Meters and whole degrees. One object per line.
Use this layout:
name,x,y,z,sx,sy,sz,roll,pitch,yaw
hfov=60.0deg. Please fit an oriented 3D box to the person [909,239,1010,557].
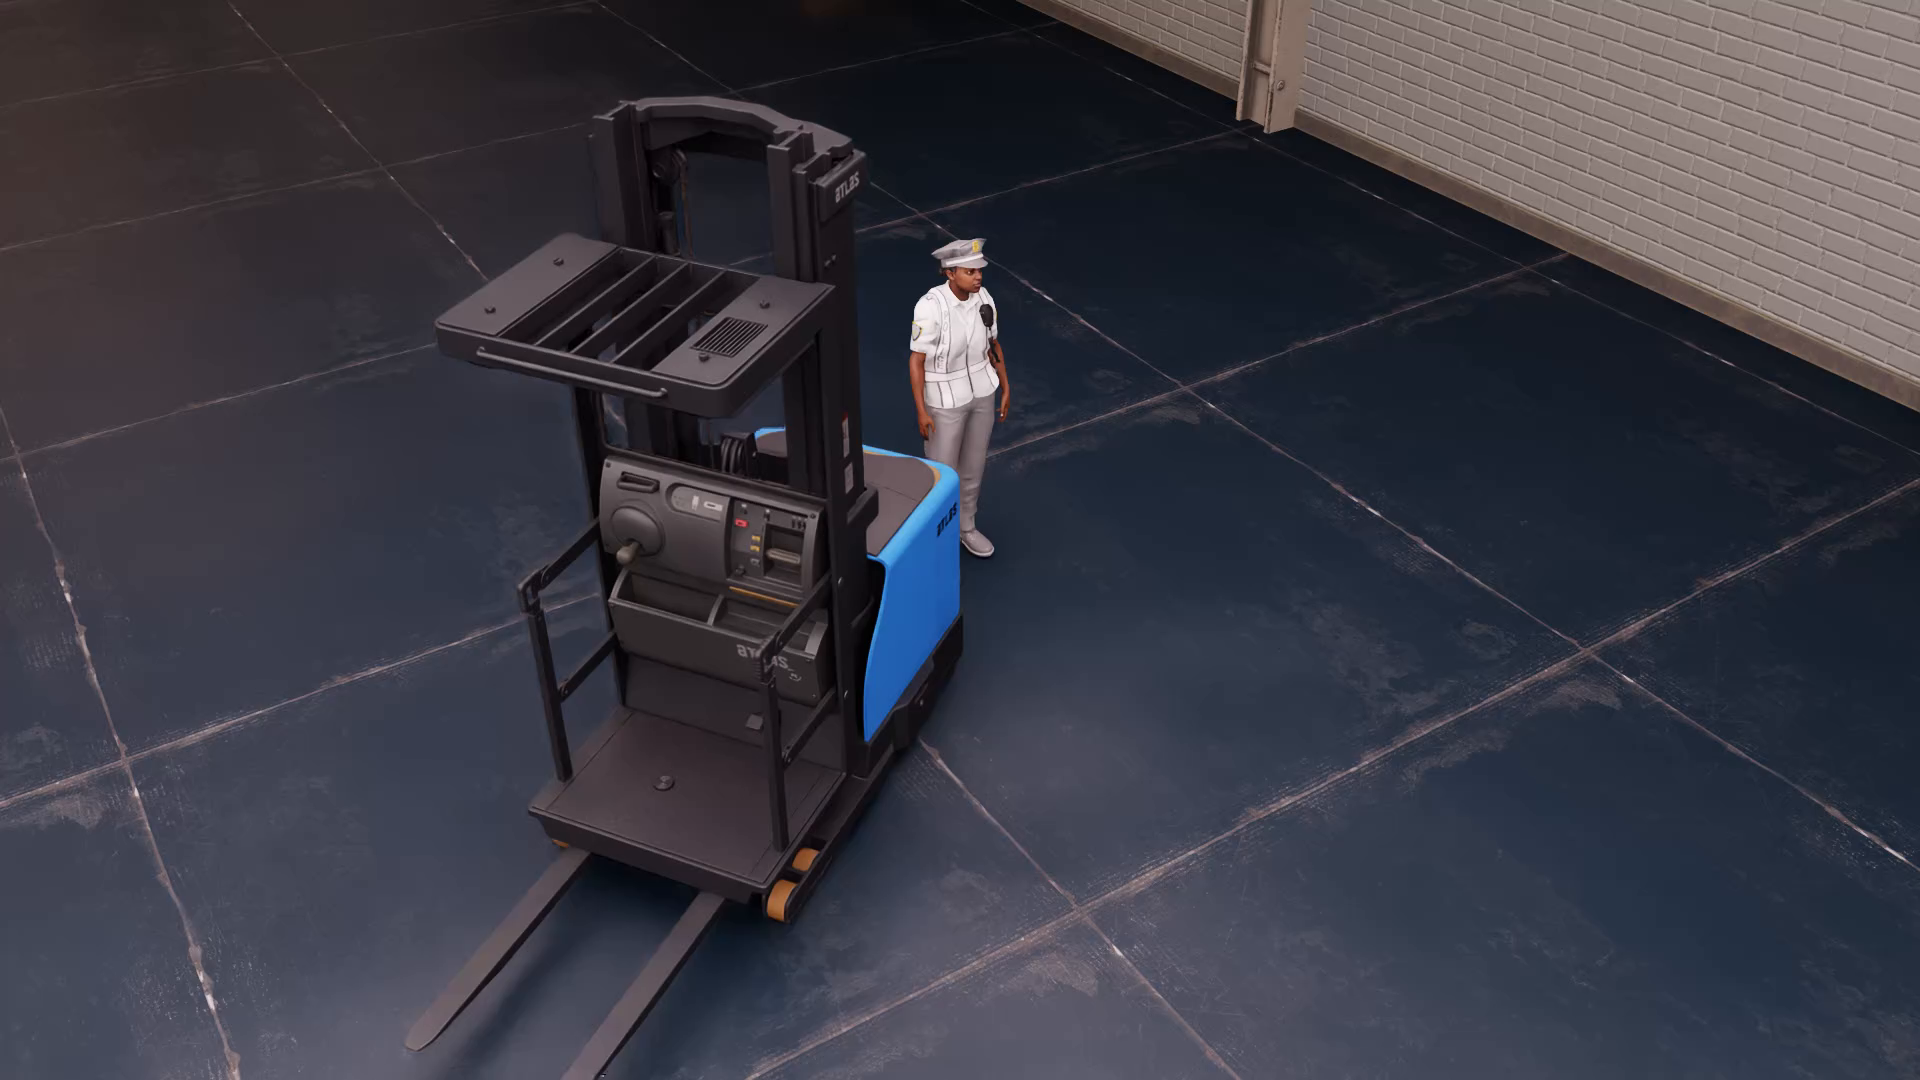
person,0.024,-0.657,8.145,0.569,1.694,0.529,-21,40,-27

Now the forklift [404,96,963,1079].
forklift,-1.035,0.024,6.113,1.130,2.935,3.031,14,37,19
